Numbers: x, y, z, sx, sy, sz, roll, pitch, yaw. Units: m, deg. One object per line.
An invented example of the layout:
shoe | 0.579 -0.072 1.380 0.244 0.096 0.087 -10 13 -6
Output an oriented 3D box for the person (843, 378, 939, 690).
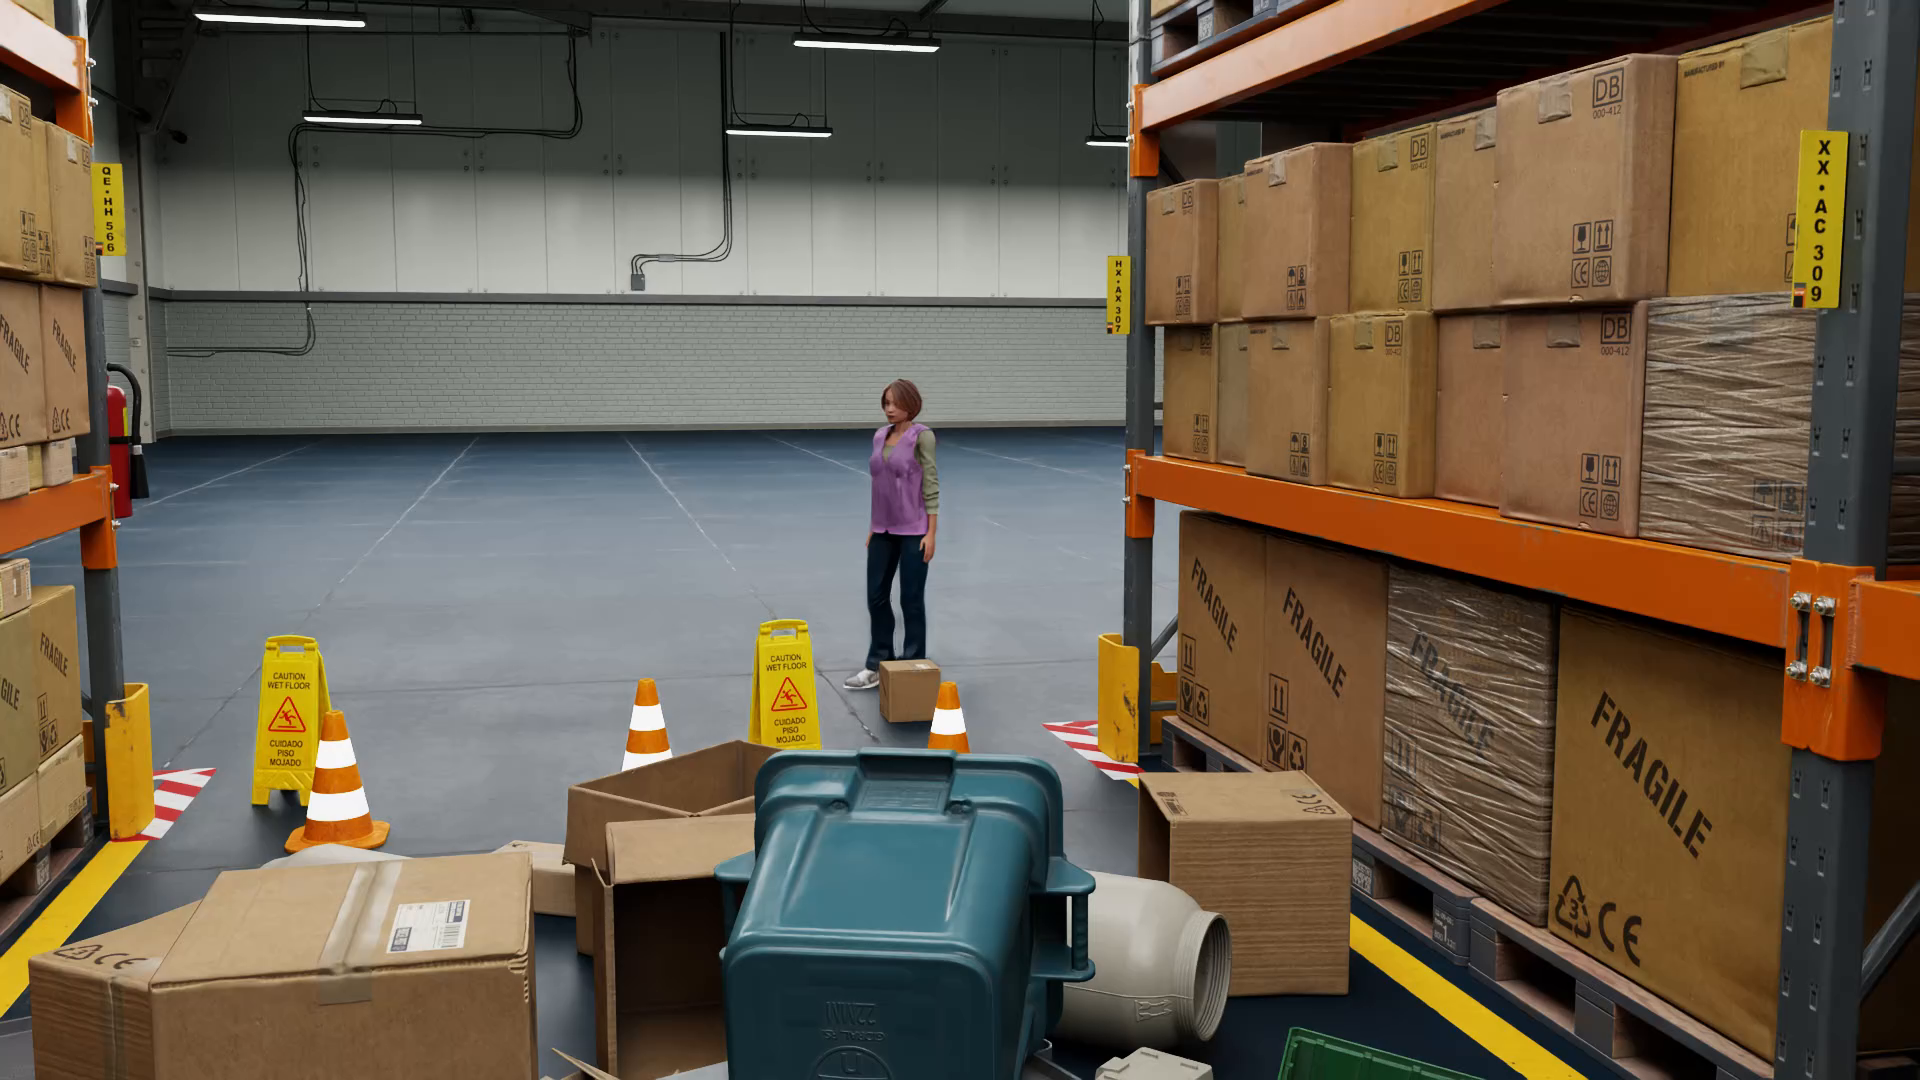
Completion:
person | -0.327 -0.017 8.514 0.491 1.615 0.326 5 8 36
